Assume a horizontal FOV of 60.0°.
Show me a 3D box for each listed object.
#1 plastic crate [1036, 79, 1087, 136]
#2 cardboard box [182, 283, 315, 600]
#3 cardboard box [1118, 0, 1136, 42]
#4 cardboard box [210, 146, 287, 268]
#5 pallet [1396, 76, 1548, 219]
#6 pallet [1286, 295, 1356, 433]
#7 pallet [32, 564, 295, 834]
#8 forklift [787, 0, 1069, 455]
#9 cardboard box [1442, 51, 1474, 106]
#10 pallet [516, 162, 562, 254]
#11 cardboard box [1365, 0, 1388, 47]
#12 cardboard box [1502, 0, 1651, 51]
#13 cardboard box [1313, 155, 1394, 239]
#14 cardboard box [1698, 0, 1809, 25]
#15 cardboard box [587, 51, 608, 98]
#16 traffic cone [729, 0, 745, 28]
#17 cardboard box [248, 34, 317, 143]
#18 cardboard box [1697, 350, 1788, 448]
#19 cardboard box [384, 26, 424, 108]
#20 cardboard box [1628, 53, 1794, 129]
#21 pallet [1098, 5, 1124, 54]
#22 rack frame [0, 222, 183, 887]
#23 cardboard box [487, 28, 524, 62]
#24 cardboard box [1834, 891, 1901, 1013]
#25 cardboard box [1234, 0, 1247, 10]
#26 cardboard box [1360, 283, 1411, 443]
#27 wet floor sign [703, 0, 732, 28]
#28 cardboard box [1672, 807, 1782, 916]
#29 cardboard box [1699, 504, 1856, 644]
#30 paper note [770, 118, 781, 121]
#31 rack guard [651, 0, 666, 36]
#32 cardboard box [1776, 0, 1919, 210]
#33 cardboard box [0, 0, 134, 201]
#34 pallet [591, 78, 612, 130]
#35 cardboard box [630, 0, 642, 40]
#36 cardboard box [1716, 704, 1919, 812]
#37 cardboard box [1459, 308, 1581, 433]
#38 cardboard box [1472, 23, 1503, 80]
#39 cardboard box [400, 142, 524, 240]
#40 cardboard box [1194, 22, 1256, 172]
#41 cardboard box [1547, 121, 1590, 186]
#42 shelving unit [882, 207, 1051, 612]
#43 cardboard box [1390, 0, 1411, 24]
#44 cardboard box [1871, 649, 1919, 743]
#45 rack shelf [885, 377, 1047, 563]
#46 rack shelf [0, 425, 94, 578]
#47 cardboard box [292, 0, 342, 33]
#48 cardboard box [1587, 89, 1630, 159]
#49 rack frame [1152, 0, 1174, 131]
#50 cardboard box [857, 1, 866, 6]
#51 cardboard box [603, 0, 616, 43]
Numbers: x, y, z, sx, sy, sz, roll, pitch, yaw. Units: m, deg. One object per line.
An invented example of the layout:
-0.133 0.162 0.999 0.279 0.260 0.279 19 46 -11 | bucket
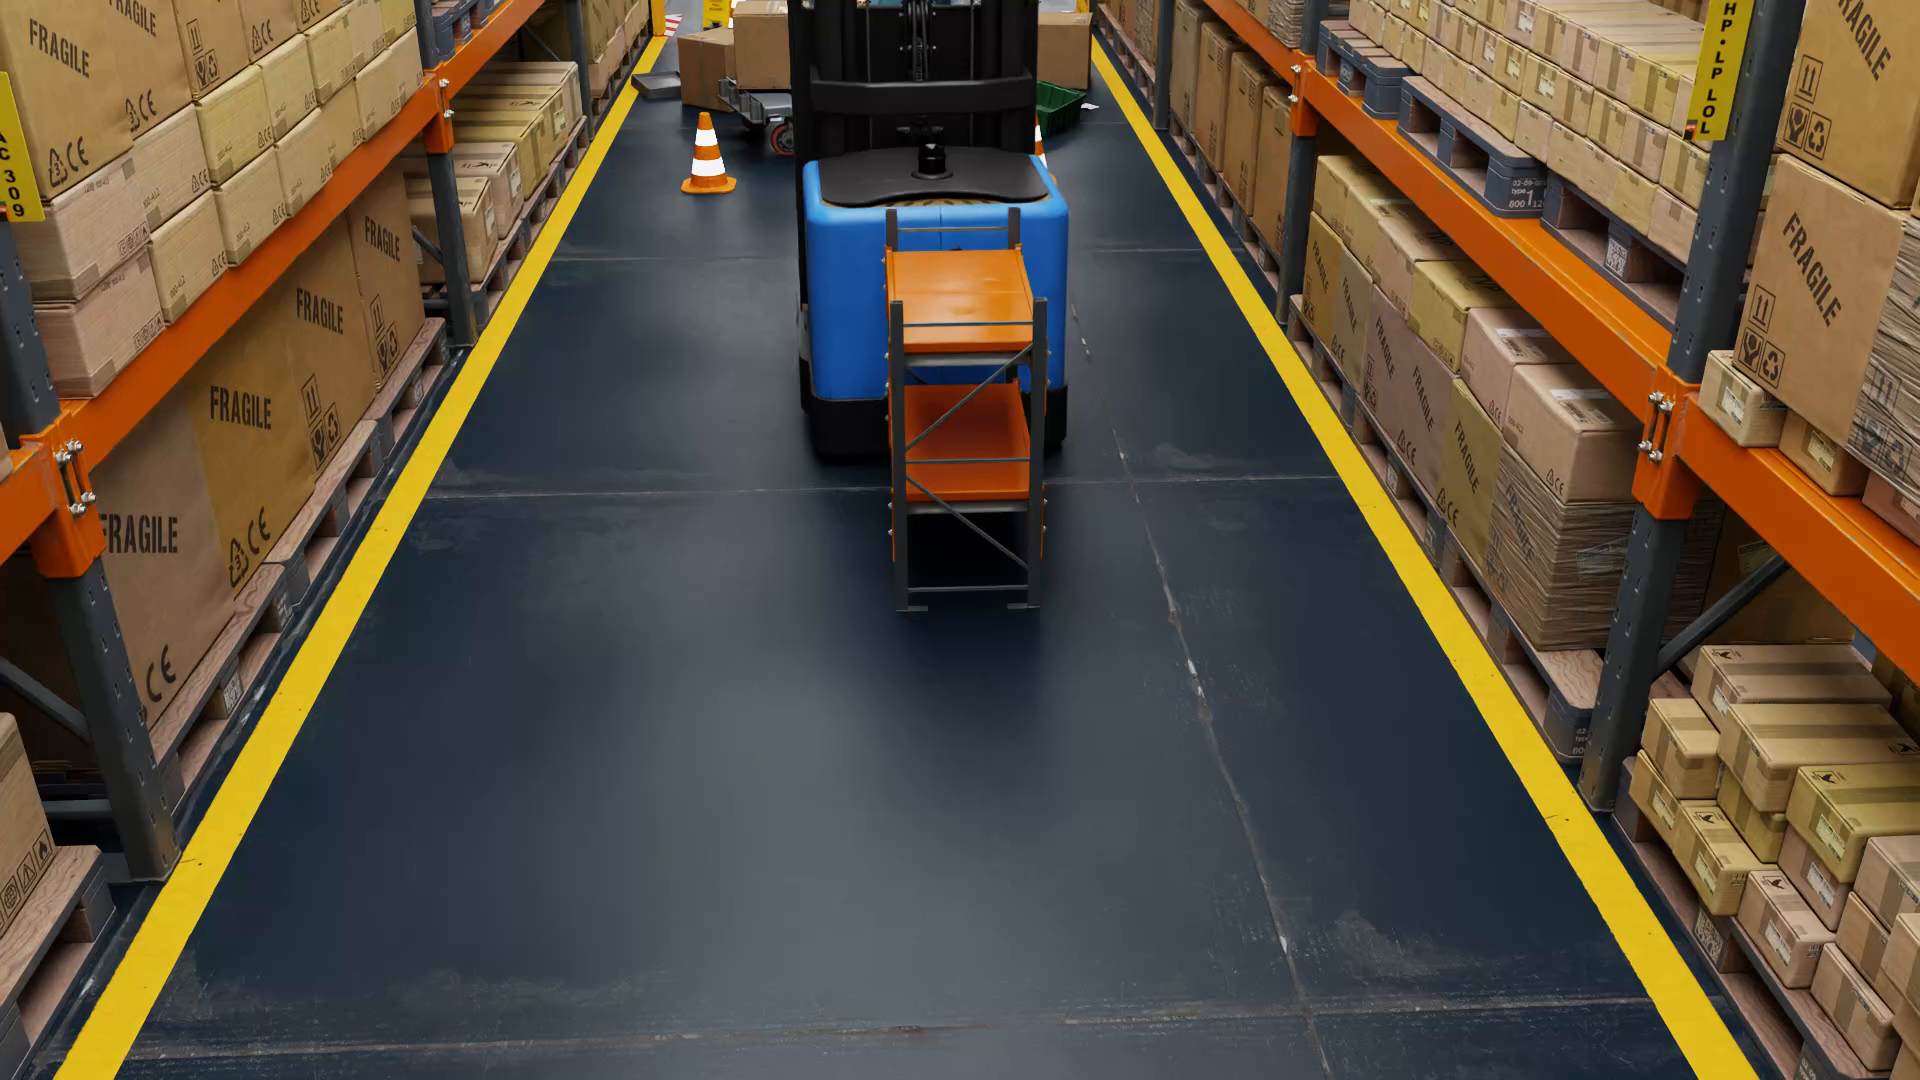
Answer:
0.565 -3.107 11.943 0.450 0.188 0.662 22 34 18 | plastic crate
-2.805 -0.365 5.549 0.875 0.875 0.875 -1 28 -1 | cardboard box
1.823 -4.654 13.772 0.875 0.875 0.875 -2 28 -3 | cardboard box
-2.436 -1.038 5.159 0.500 0.250 0.500 -2 28 -3 | cardboard box
2.236 -1.435 5.964 1.003 0.211 1.213 -1 28 -3 | pallet
2.131 -0.835 7.624 1.003 0.211 1.213 -1 28 -3 | pallet
-2.753 0.463 5.135 1.003 0.211 1.213 -1 28 -3 | pallet
-0.231 -2.298 7.486 1.130 2.935 3.031 -3 28 -5 | forklift
1.985 -1.684 6.052 0.380 0.149 0.250 -1 28 -2 | cardboard box
-2.946 -1.953 9.767 1.003 0.211 1.213 -1 28 -3 | pallet
1.927 -2.172 6.989 0.380 0.149 0.250 0 28 0 | cardboard box
2.017 -1.707 5.453 0.380 0.149 0.250 -3 28 -5 | cardboard box
1.886 -1.519 7.357 0.500 0.250 0.500 -3 28 -5 | cardboard box
2.671 -1.714 5.467 0.380 0.149 0.250 0 28 -1 | cardboard box
-2.816 -3.360 11.968 0.500 0.250 0.500 -3 28 -5 | cardboard box
-1.953 -4.669 14.701 0.336 0.463 0.334 -1 28 -3 | traffic cone
-2.462 -1.492 5.488 0.500 0.250 0.500 -2 28 -4 | cardboard box
1.989 -0.335 3.921 0.380 0.149 0.250 0 28 -1 | cardboard box
-2.561 -1.973 6.951 0.500 0.250 0.500 -2 28 -4 | cardboard box
2.070 -1.229 4.537 0.380 0.149 0.250 -2 28 -4 | cardboard box
1.794 -4.523 14.695 1.003 0.211 1.213 -1 28 -3 | pallet
-2.638 -0.419 3.810 1.000 3.000 0.127 -1 28 -3 | rack frame
-3.354 -3.680 11.771 0.500 0.500 0.500 -2 28 -3 | cardboard box
2.163 0.887 3.613 0.380 0.149 0.250 -3 28 -5 | cardboard box
1.749 -3.140 8.918 0.500 0.500 0.500 -2 28 -4 | cardboard box
1.935 -0.709 6.614 0.500 0.500 0.500 -2 28 -4 | cardboard box
-2.205 -5.031 15.198 0.267 0.644 0.232 8 29 15 | wet floor sign
2.013 0.791 4.118 0.380 0.149 0.250 -1 28 -1 | cardboard box
2.527 -0.011 5.277 0.500 0.500 0.500 0 28 -1 | cardboard box
-1.379 -3.083 12.129 0.148 0.019 0.142 -1 28 -3 | paper note
-3.260 -4.818 14.946 1.175 0.500 0.348 -1 28 -3 | rack guard
2.081 -0.991 3.395 0.500 0.500 0.500 -1 28 -1 | cardboard box
-2.373 -1.117 3.959 0.500 0.500 0.500 -1 28 -2 | cardboard box
-3.126 -3.187 12.132 1.003 0.211 1.213 -1 28 -3 | pallet
-2.934 -4.322 13.812 0.500 0.250 0.500 -1 28 -2 | cardboard box
2.067 0.521 3.992 0.380 0.149 0.250 0 28 0 | cardboard box
1.996 -0.571 5.540 0.500 0.250 0.500 0 28 0 | cardboard box
2.003 -1.692 5.747 0.380 0.149 0.250 0 28 -1 | cardboard box
-2.912 -1.889 9.016 0.950 0.372 0.625 -2 28 -4 | cardboard box
2.052 -2.739 10.236 1.050 0.750 0.750 -1 28 -3 | cardboard box
2.044 -1.190 5.105 0.380 0.149 0.250 -3 28 -5 | cardboard box
0.000 -0.496 5.984 0.538 1.125 1.048 -1 28 -3 | shelving unit
1.950 -2.163 6.649 0.380 0.149 0.250 -2 28 -4 | cardboard box
2.579 0.387 4.251 0.380 0.149 0.250 -1 28 -1 | cardboard box
0.000 -0.279 6.097 0.538 0.278 1.000 -1 28 -3 | rack shelf
-2.533 0.823 2.206 1.077 0.370 4.000 -1 28 -3 | rack shelf
-2.504 -2.056 5.758 0.500 0.500 0.500 -1 28 -3 | cardboard box
2.058 -1.207 4.817 0.380 0.149 0.250 0 28 0 | cardboard box
1.883 -4.280 11.213 1.000 3.000 0.127 -1 28 -3 | rack frame
-0.644 -4.104 13.575 0.797 0.503 0.637 -23 35 -37 | cardboard box
-2.856 -3.939 12.268 0.500 0.500 0.500 0 28 -1 | cardboard box
